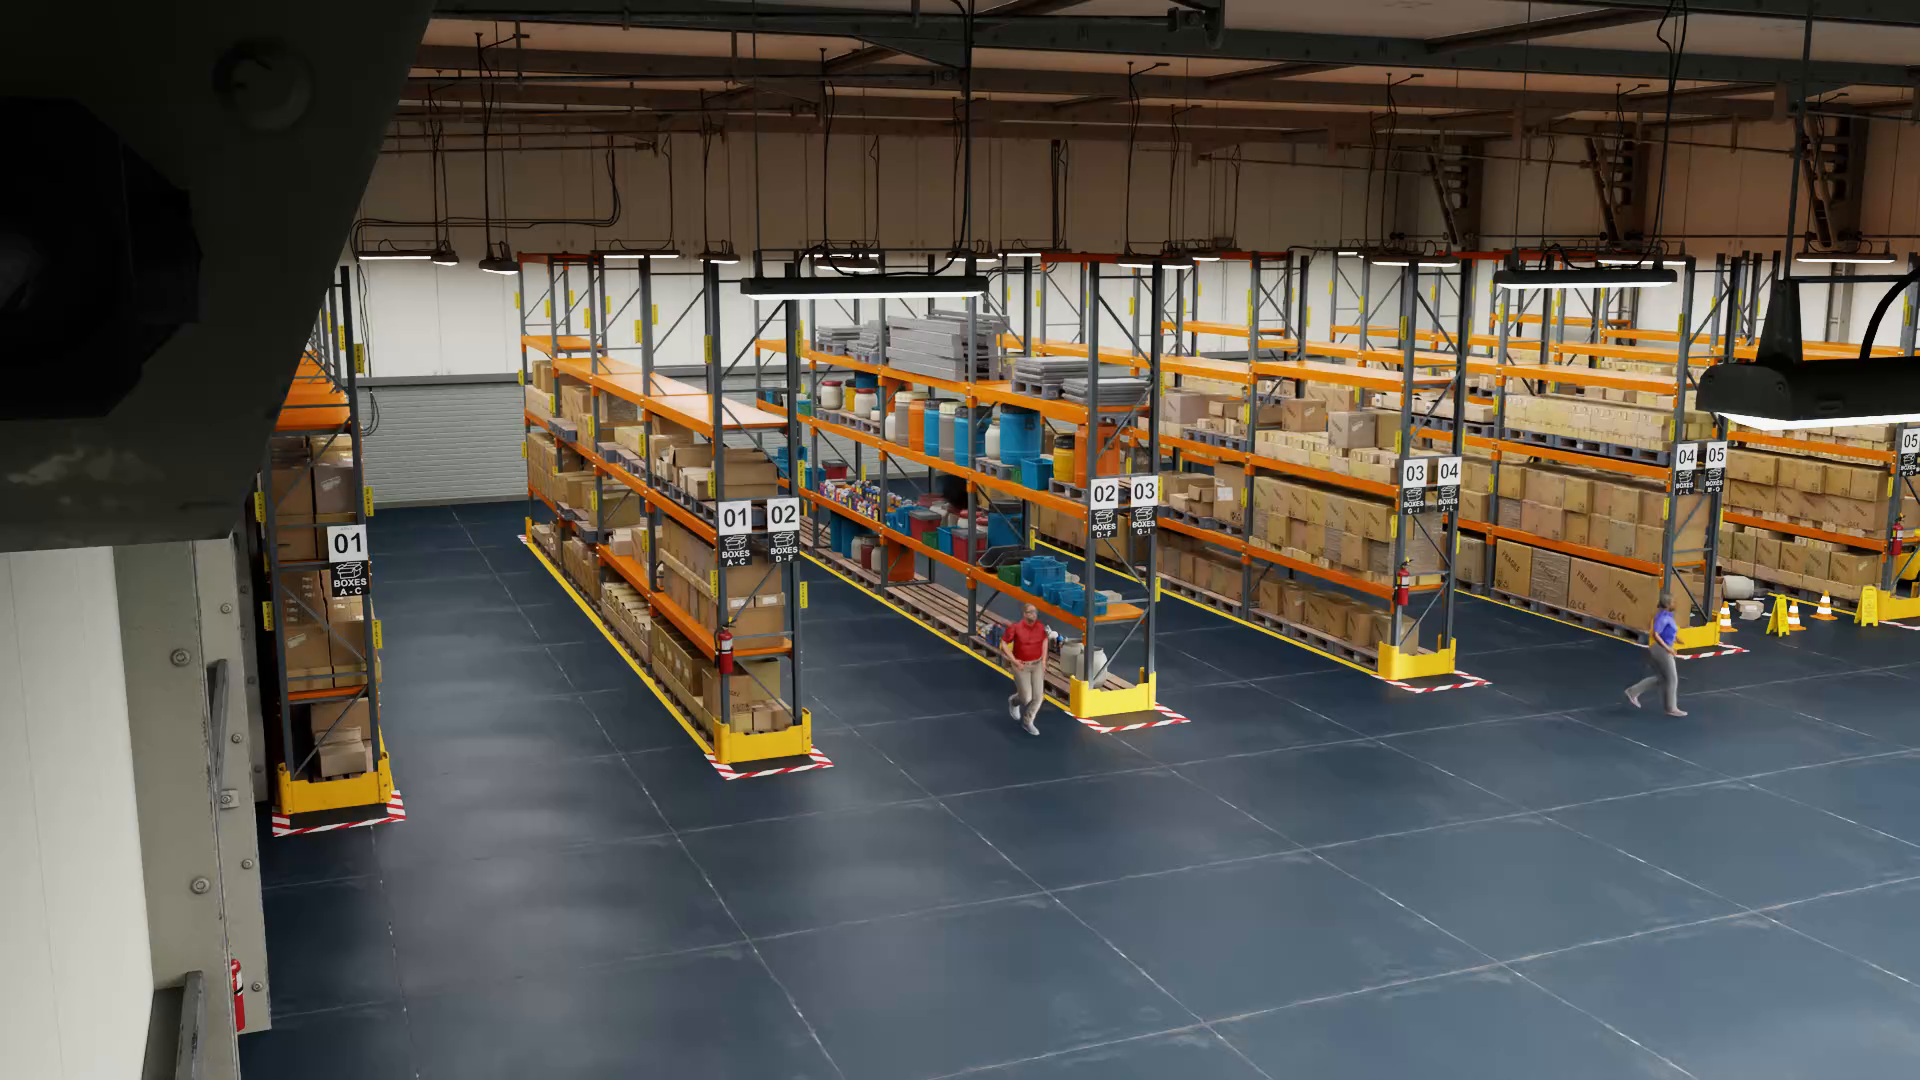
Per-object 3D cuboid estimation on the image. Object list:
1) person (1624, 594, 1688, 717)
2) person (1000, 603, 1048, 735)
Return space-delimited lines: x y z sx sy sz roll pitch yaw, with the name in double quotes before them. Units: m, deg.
"person" 9.316 1.521 22.133 0.800 1.639 0.587 3 11 14
"person" 0.854 1.638 21.483 0.688 1.690 0.579 -5 11 -25
